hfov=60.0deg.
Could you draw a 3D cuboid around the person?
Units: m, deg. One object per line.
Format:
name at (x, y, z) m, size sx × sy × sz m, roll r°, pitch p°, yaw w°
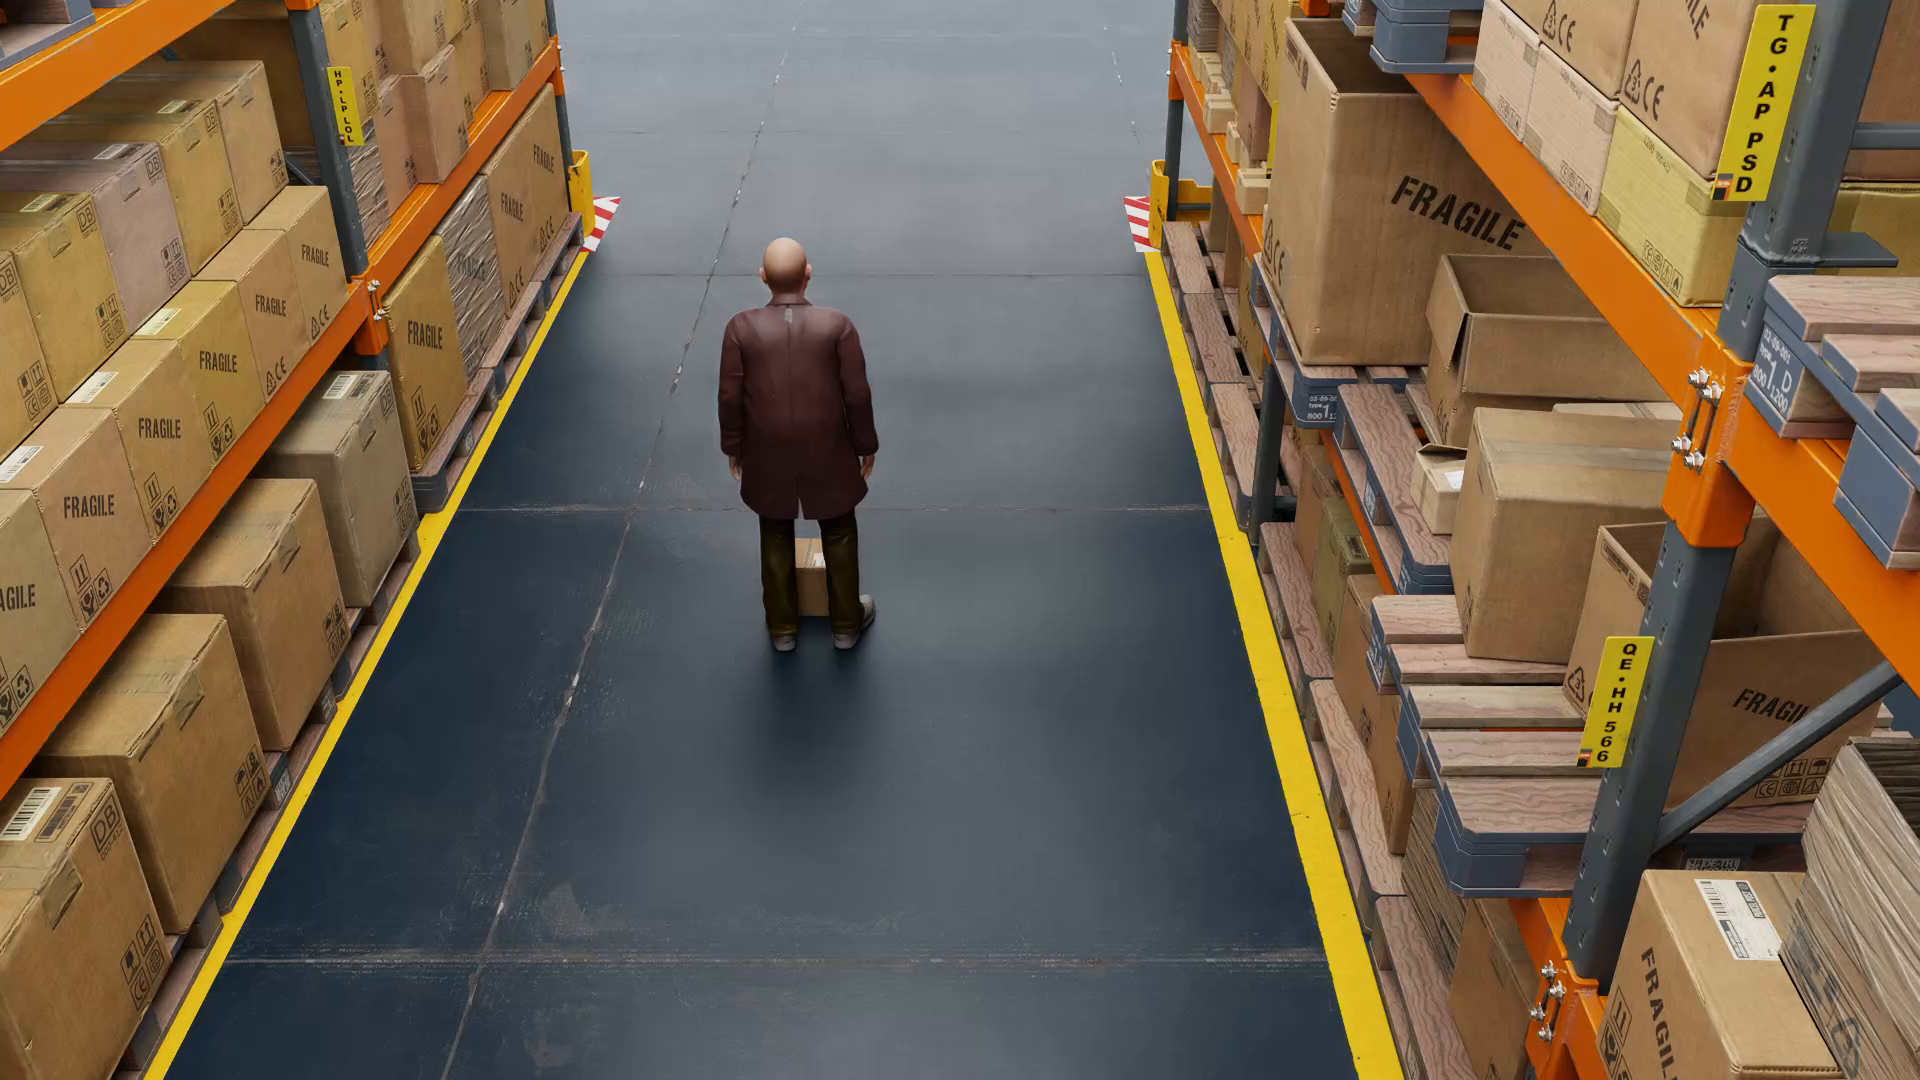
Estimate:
person at (-0.648, -0.360, 6.746) m, size 0.641 × 1.773 × 0.428 m, roll 0°, pitch 31°, yaw 0°
